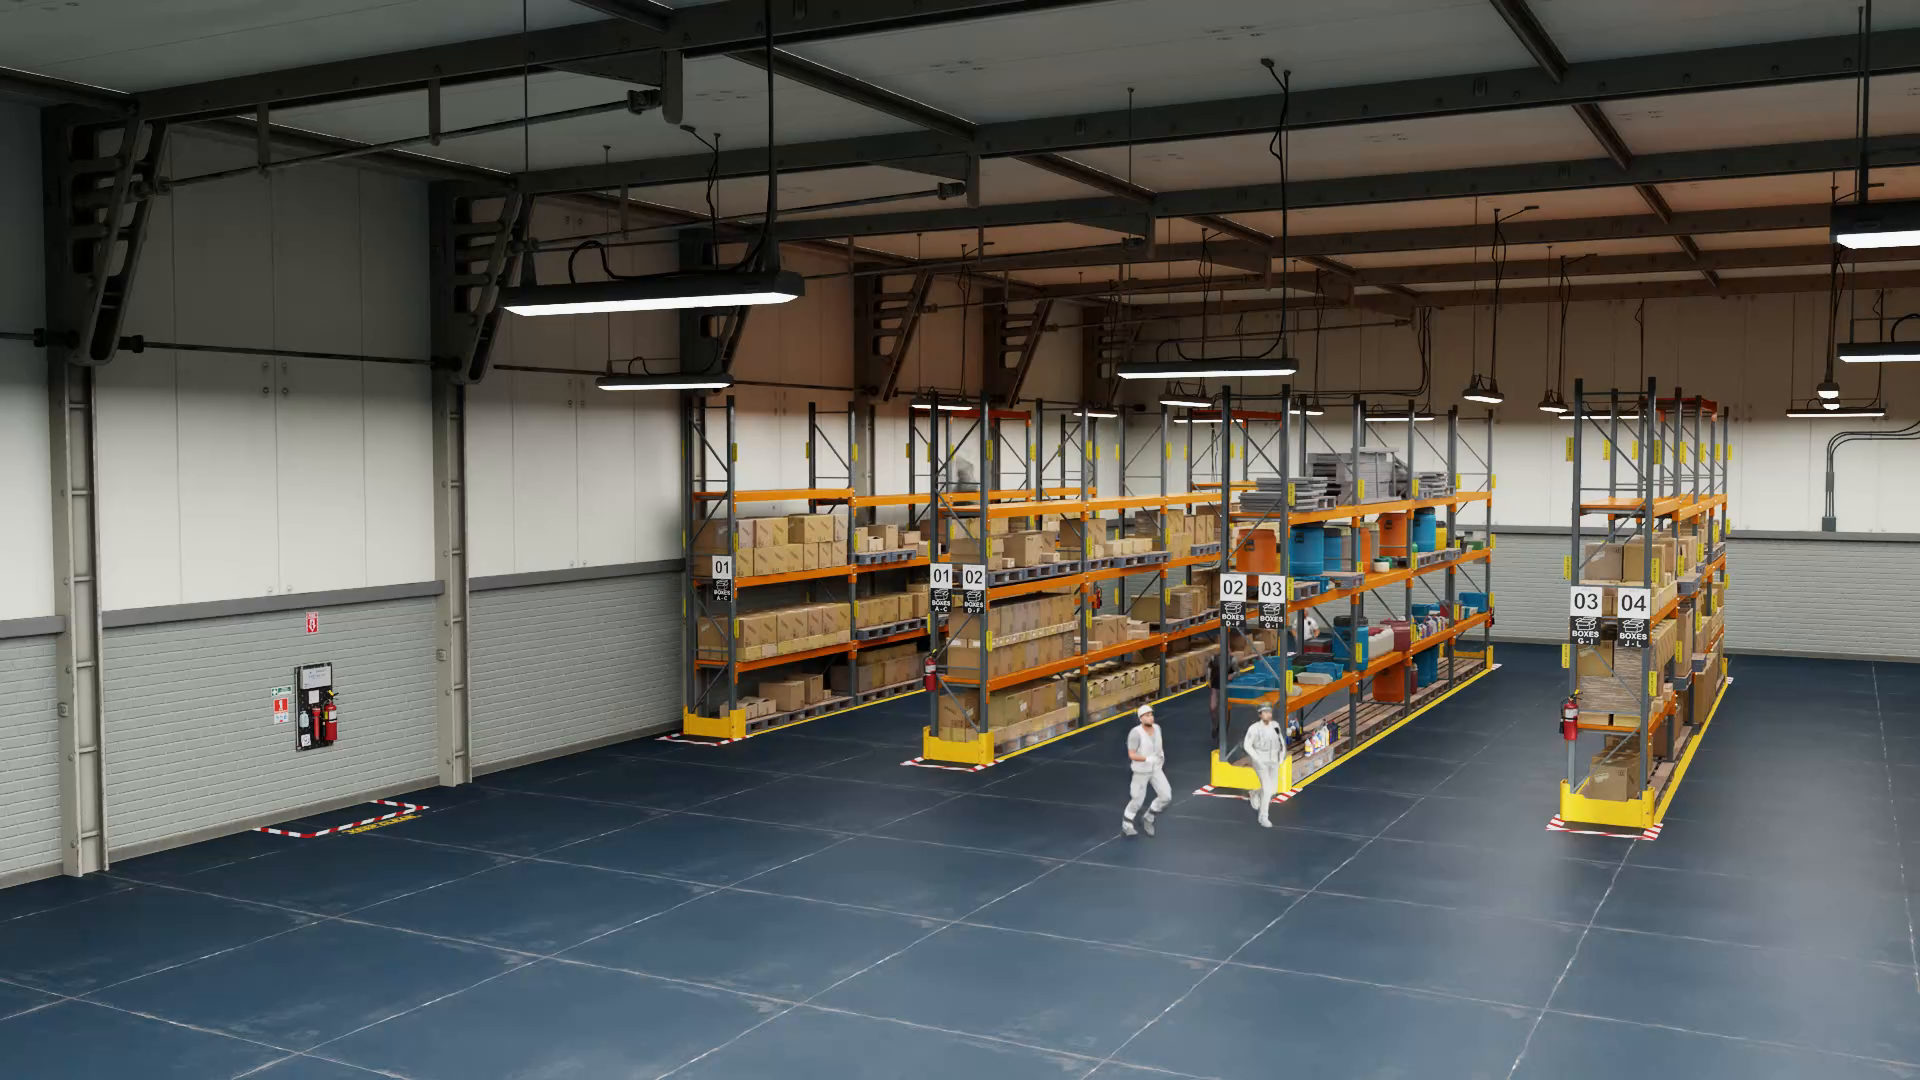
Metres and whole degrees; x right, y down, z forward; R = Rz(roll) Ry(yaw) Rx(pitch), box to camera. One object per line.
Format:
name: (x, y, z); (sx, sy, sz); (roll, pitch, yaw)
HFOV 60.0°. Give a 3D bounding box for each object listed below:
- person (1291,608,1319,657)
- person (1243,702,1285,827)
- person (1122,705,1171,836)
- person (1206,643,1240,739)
person: (7.583, 2.277, 36.618); (0.609, 1.628, 0.515); (1, 3, 19)
person: (4.093, 3.000, 22.471); (0.631, 1.687, 0.632); (-1, 3, -20)
person: (2.431, 2.975, 21.407); (0.676, 1.732, 0.829); (-2, 3, -28)
person: (4.576, 2.624, 29.035); (0.627, 1.727, 0.711); (1, 3, 16)
